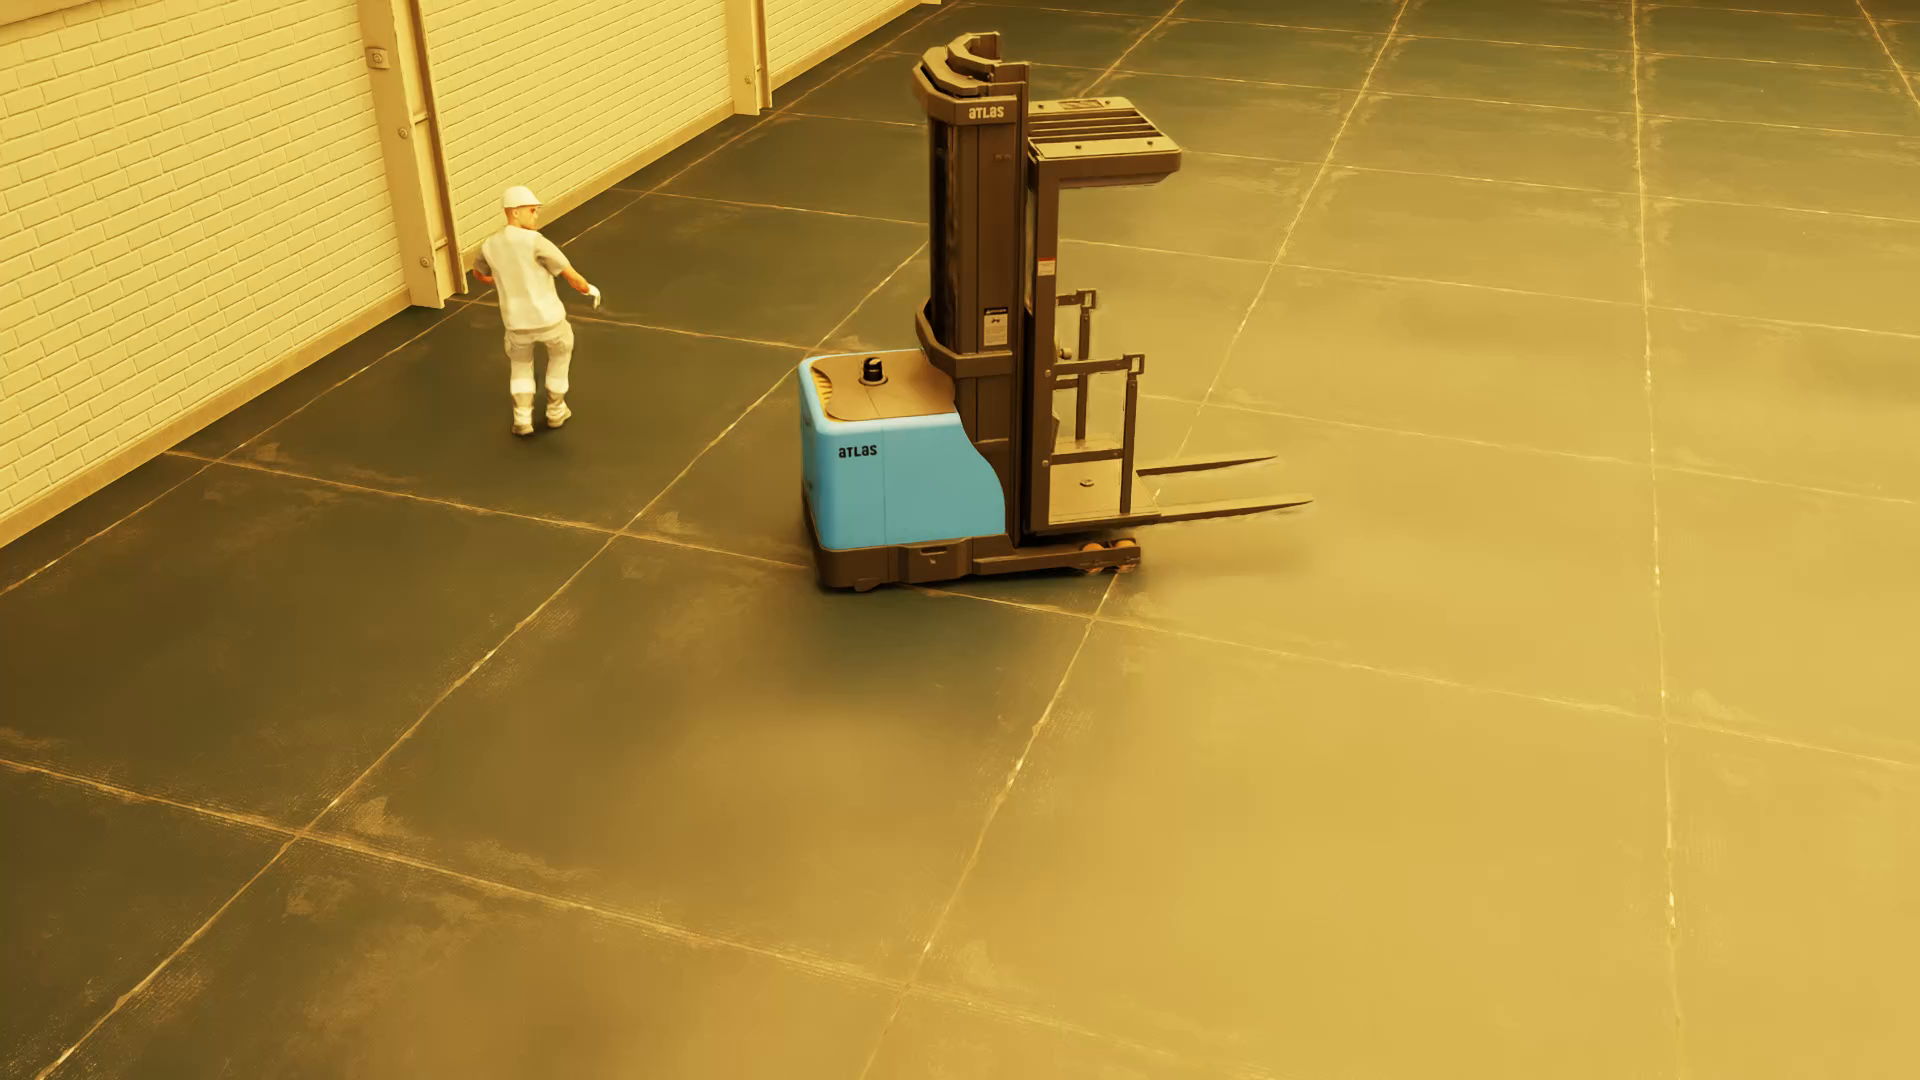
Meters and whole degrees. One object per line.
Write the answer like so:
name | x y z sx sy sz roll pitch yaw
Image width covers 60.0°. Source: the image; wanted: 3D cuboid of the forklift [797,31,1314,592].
forklift | 0.598 -1.334 9.477 3.031 2.935 1.130 -6 30 -10

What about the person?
person | -2.811 -1.545 11.103 0.821 1.686 0.726 2 30 3
